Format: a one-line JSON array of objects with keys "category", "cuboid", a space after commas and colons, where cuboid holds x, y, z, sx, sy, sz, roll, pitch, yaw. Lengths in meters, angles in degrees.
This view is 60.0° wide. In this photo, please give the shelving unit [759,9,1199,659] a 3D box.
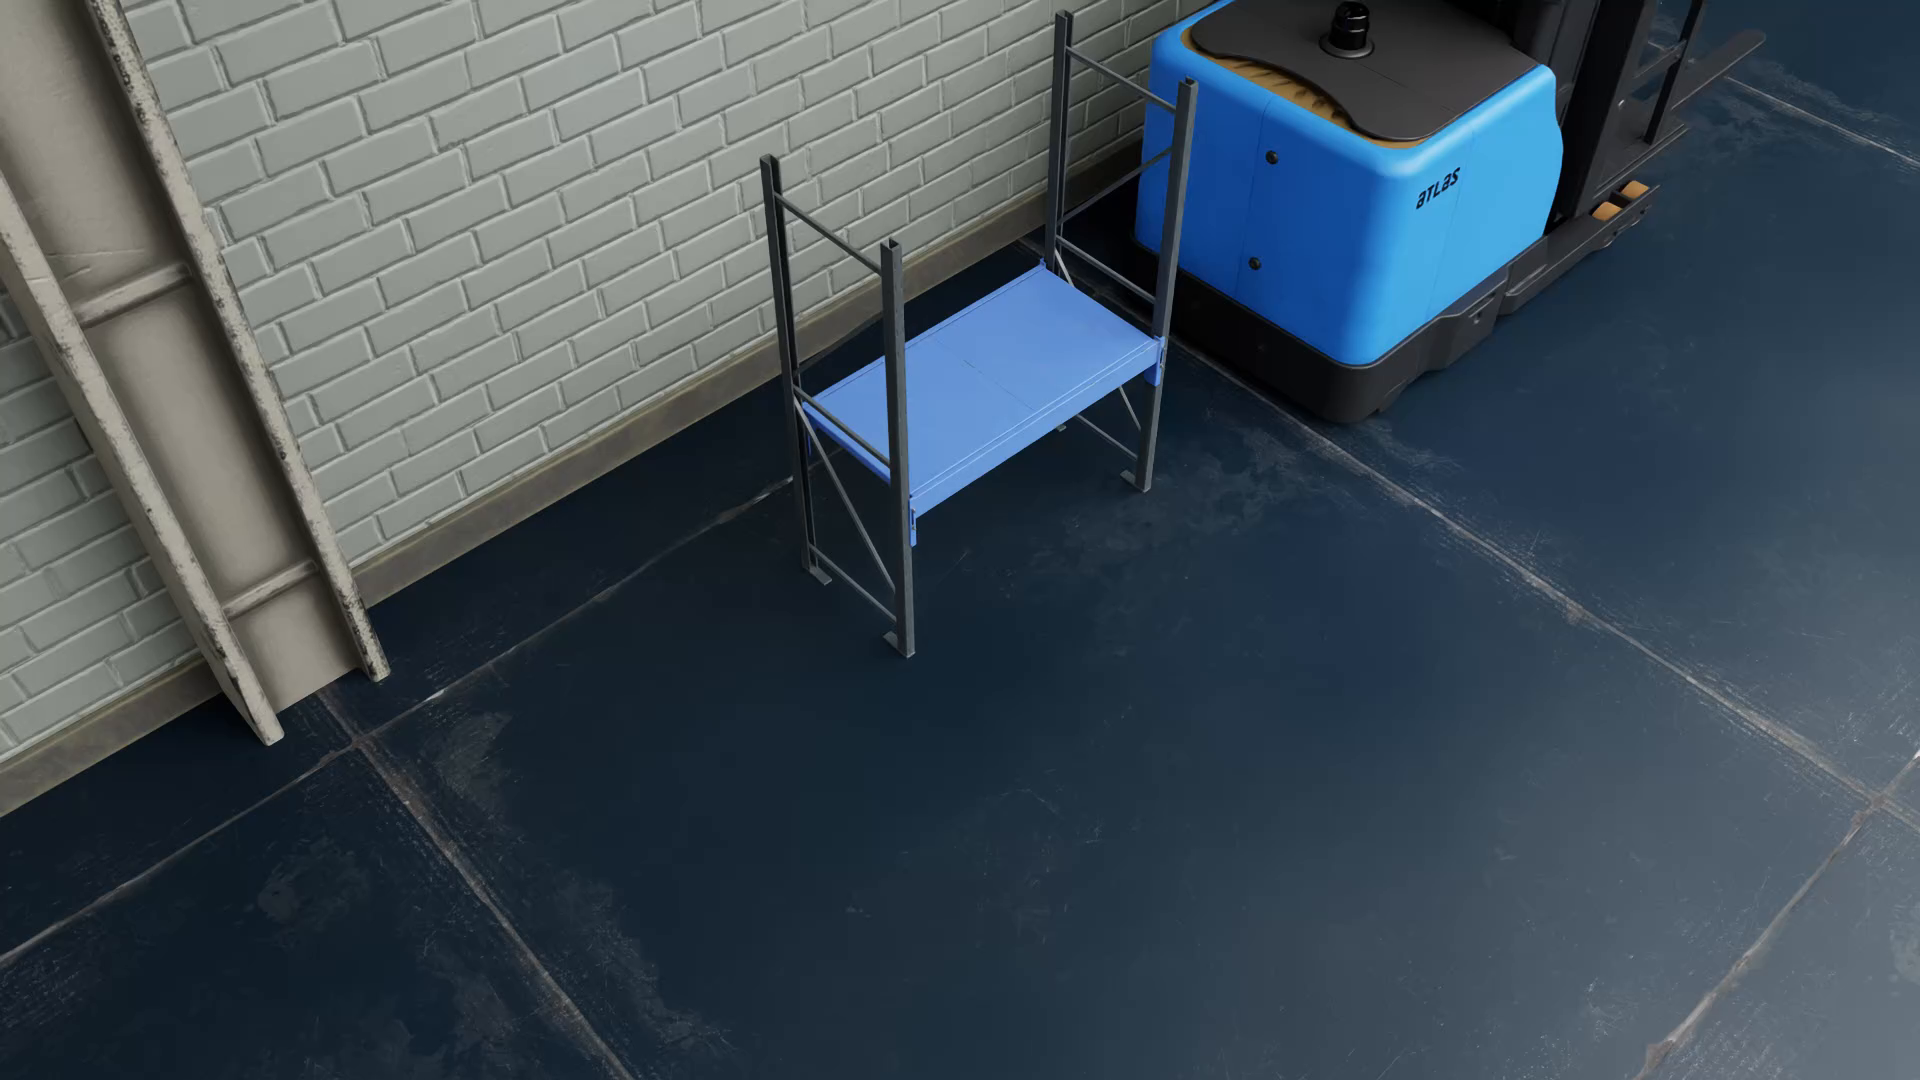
[{"category": "shelving unit", "cuboid": [0.063, -0.551, 4.738, 1.048, 1.500, 0.538, -34, 56, -27]}]

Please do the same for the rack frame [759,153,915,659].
[{"category": "rack frame", "cuboid": [-0.313, -0.299, 4.506, 0.032, 1.500, 0.500, -34, 56, -27]}]

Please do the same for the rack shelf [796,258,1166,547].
[{"category": "rack shelf", "cuboid": [0.063, -0.429, 4.870, 1.000, 0.185, 0.538, -34, 56, -27]}]

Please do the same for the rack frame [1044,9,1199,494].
[{"category": "rack frame", "cuboid": [0.439, -0.802, 4.970, 0.032, 1.500, 0.500, -34, 56, -27]}]

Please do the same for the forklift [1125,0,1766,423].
[{"category": "forklift", "cuboid": [2.009, -2.346, 5.420, 3.031, 2.935, 1.130, -35, 56, -28]}]
